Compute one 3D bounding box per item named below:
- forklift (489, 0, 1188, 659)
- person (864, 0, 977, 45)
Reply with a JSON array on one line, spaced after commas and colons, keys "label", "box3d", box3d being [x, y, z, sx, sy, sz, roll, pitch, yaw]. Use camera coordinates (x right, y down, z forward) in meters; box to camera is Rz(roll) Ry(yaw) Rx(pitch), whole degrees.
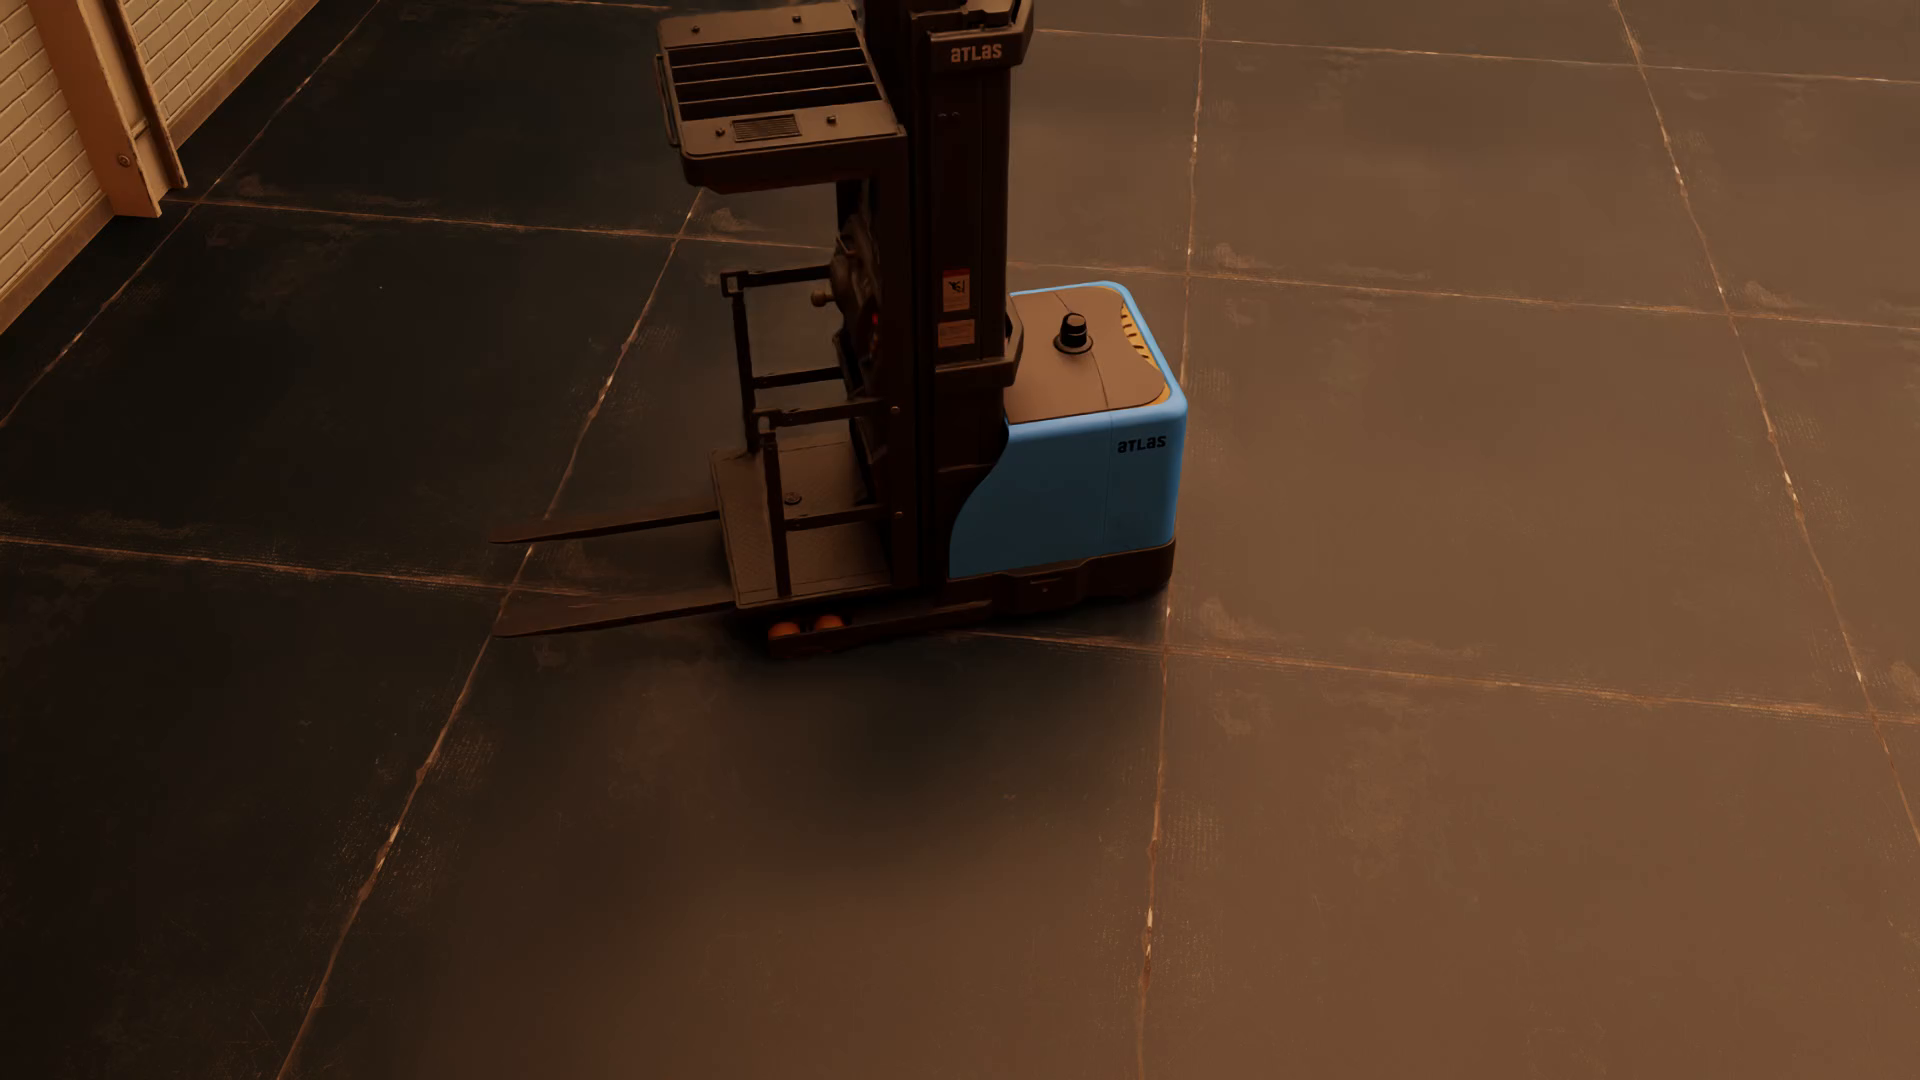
[{"label": "forklift", "box3d": [-0.602, -0.951, 6.759, 3.031, 2.935, 1.130, -9, 43, -9]}, {"label": "person", "box3d": [-0.225, -2.886, 9.688, 0.658, 1.696, 0.381, -1, 43, -1]}]
